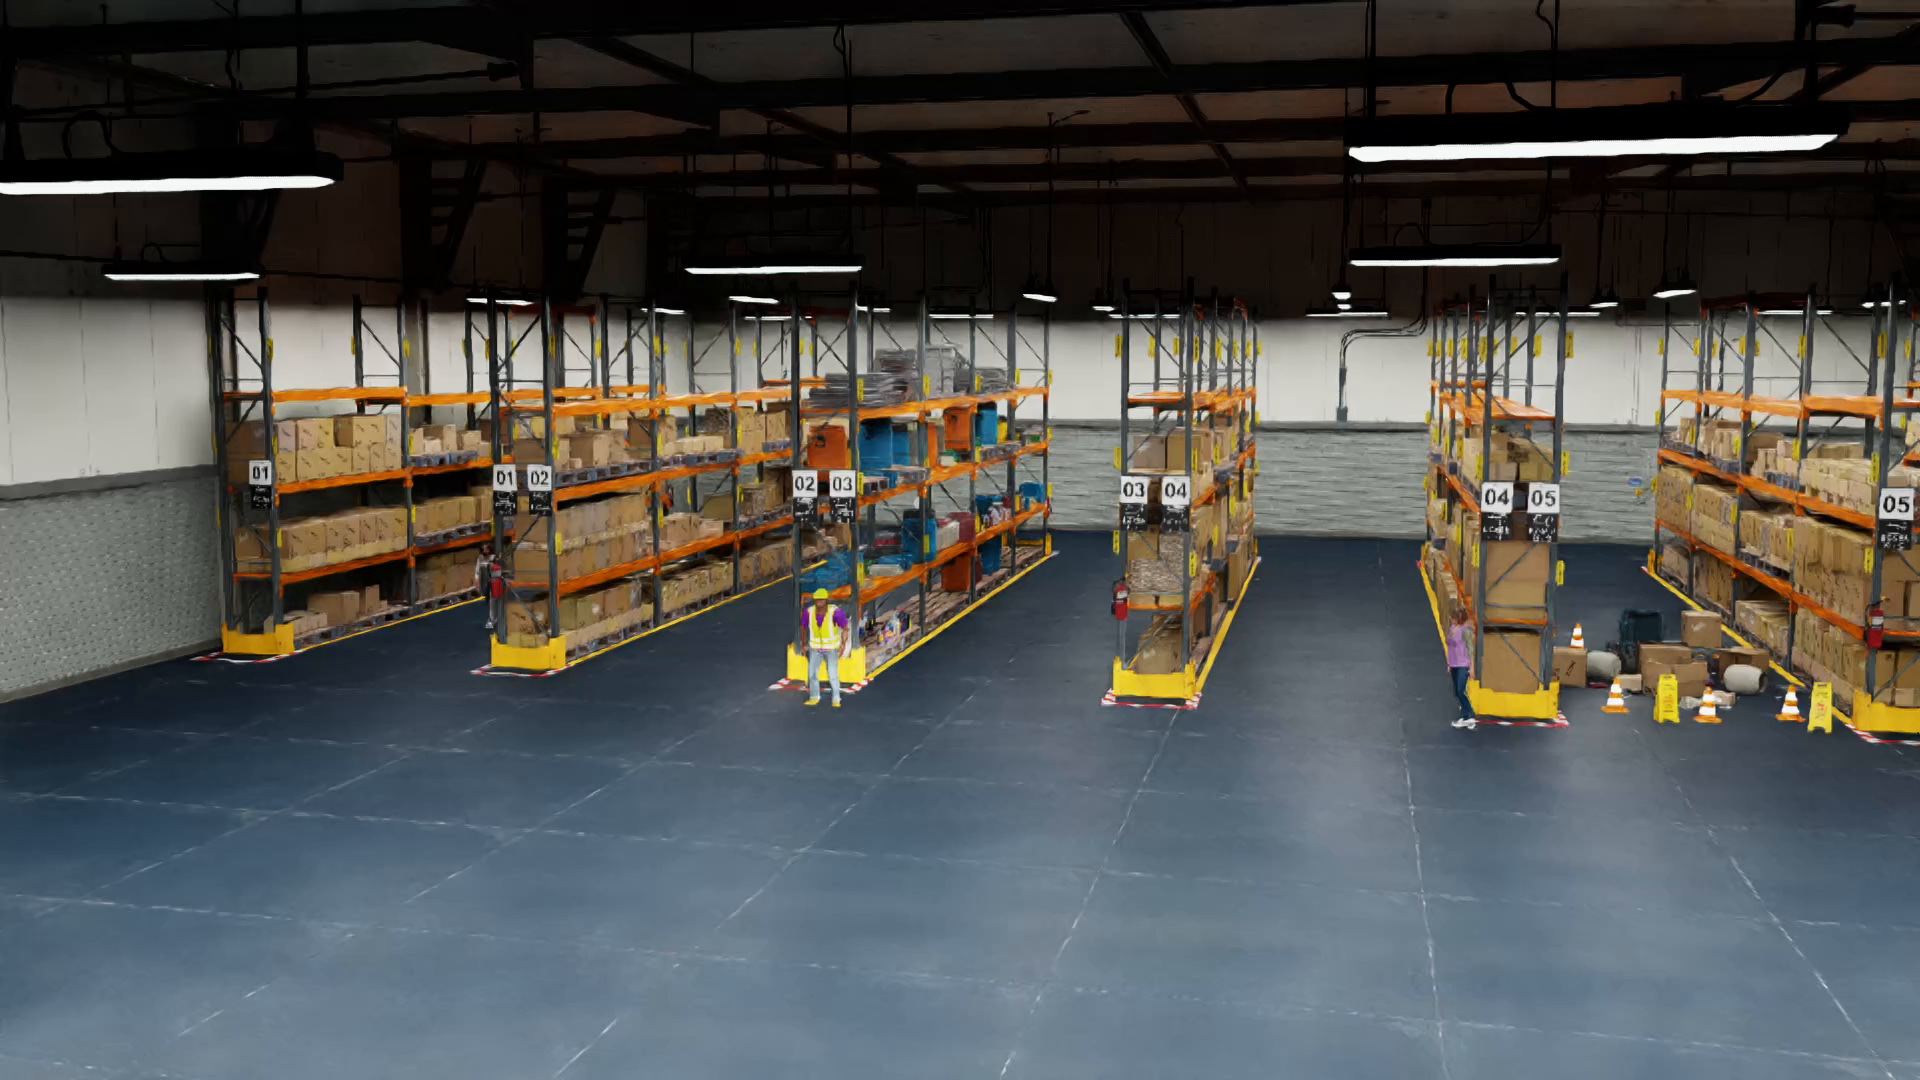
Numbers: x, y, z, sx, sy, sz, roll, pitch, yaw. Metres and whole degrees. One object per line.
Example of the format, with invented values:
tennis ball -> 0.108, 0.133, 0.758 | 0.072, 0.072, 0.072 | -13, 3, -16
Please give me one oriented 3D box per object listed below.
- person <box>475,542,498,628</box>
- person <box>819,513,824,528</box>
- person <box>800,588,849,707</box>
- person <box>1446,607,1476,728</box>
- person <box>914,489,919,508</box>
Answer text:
person -> -8.502, 0.789, 29.974 | 0.412, 1.533, 0.955 | 1, 7, 5
person -> -3.669, -1.048, 45.618 | 0.553, 1.618, 0.915 | -2, 7, -14
person -> -1.907, 1.501, 23.193 | 0.719, 1.714, 0.578 | 1, 7, 12
person -> 6.640, 1.682, 21.991 | 0.355, 1.592, 0.517 | -2, 7, -16
person -> -0.909, -0.467, 40.545 | 0.500, 1.622, 0.989 | 1, 7, 12
